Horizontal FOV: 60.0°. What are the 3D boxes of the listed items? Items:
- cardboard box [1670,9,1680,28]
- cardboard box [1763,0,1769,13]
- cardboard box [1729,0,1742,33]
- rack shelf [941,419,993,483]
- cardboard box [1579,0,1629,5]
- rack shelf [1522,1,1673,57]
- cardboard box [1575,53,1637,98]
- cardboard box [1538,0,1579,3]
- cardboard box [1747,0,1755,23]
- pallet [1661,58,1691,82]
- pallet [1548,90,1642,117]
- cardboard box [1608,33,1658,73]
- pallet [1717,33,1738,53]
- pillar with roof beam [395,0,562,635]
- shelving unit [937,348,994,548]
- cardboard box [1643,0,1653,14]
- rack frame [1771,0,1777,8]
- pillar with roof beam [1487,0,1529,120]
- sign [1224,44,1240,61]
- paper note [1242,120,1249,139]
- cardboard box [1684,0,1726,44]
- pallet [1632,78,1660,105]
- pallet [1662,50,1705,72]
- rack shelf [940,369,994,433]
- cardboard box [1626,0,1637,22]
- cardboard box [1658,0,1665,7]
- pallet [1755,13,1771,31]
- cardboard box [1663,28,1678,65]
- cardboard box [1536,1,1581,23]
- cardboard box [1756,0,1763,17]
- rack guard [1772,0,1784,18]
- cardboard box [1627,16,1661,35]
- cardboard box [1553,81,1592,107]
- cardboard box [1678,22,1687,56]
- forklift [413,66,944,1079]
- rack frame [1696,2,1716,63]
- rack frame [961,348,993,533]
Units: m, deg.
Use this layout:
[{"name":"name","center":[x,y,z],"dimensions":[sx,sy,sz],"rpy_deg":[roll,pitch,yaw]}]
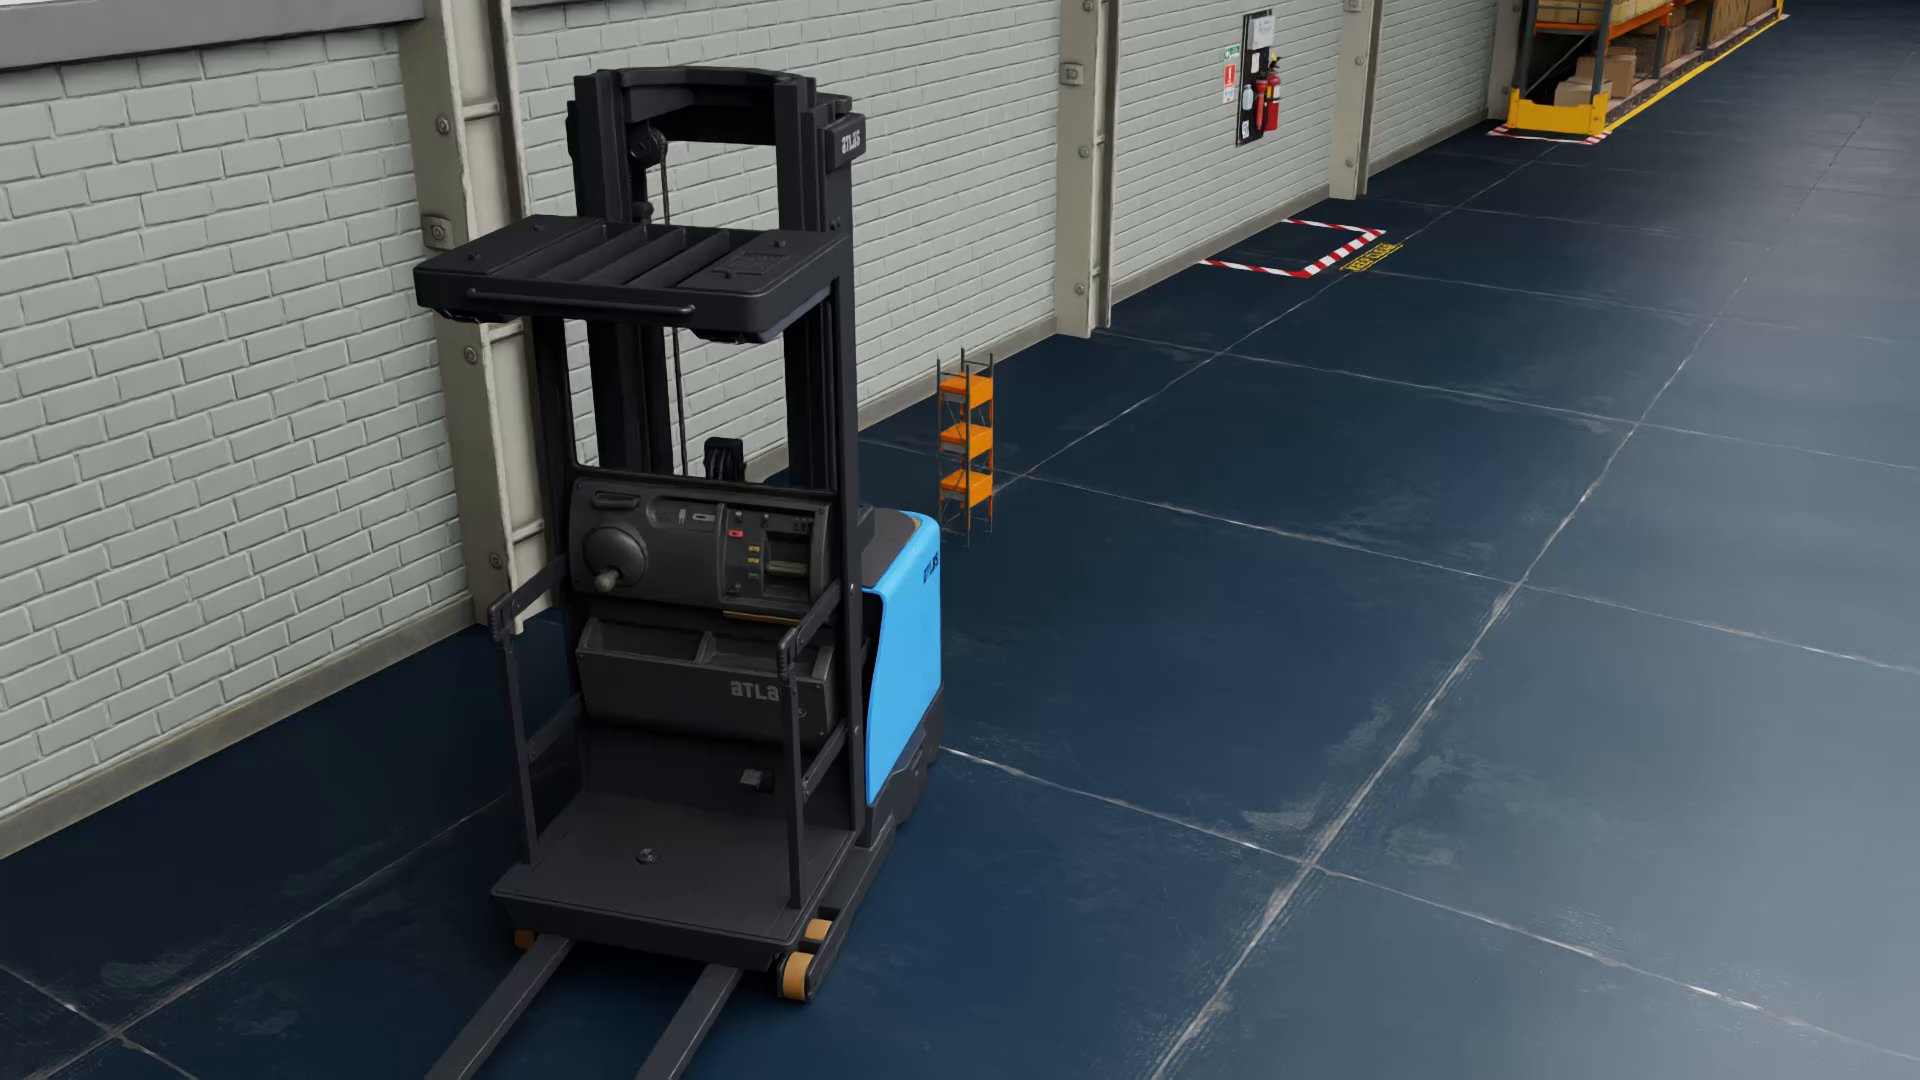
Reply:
[{"name":"cardboard box","center":[10.916,-8.157,25.965],"dimensions":[0.500,0.250,0.500],"rpy_deg":[14,27,29]},{"name":"cardboard box","center":[15.545,-10.685,32.774],"dimensions":[0.700,0.500,0.500],"rpy_deg":[14,27,29]},{"name":"cardboard box","center":[13.284,-9.375,29.306],"dimensions":[0.750,0.750,0.750],"rpy_deg":[15,27,31]},{"name":"rack shelf","center":[0.028,-0.490,9.087],"dimensions":[0.215,0.259,0.240],"rpy_deg":[14,27,29]},{"name":"cardboard box","center":[8.160,-7.048,20.975],"dimensions":[0.500,0.500,0.500],"rpy_deg":[14,27,29]},{"name":"rack shelf","center":[8.708,-7.010,22.573],"dimensions":[1.077,0.370,4.000],"rpy_deg":[14,27,29]},{"name":"cardboard box","center":[8.824,-6.364,22.769],"dimensions":[0.700,0.500,0.500],"rpy_deg":[12,26,26]},{"name":"cardboard box","center":[7.721,-7.154,21.218],"dimensions":[0.500,0.500,0.500],"rpy_deg":[14,27,28]},{"name":"cardboard box","center":[14.464,-9.992,31.174],"dimensions":[0.700,0.500,0.500],"rpy_deg":[14,27,30]},{"name":"pallet","center":[10.815,-7.412,26.106],"dimensions":[1.003,0.211,1.213],"rpy_deg":[14,27,29]},{"name":"pallet","center":[8.796,-6.088,23.048],"dimensions":[1.003,0.211,1.213],"rpy_deg":[14,27,29]},{"name":"cardboard box","center":[10.137,-7.322,24.981],"dimensions":[0.700,0.500,0.500],"rpy_deg":[15,28,31]},{"name":"pallet","center":[12.997,-8.746,29.188],"dimensions":[1.003,0.211,1.213],"rpy_deg":[14,27,29]},{"name":"pillar with roof beam","center":[1.450,-2.859,4.526],"dimensions":[9.100,9.000,0.400],"rpy_deg":[14,27,29]},{"name":"shelving unit","center":[0.028,-0.500,9.083],"dimensions":[0.215,1.050,0.252],"rpy_deg":[14,27,29]},{"name":"cardboard box","center":[8.984,-7.223,22.323],"dimensions":[0.500,0.250,0.500],"rpy_deg":[14,27,29]},{"name":"rack frame","center":[16.093,-12.066,33.345],"dimensions":[1.000,3.000,0.127],"rpy_deg":[14,27,29]},{"name":"pillar with roof beam","center":[10.945,-8.934,18.560],"dimensions":[9.100,9.000,0.400],"rpy_deg":[14,27,29]},{"name":"sign","center":[2.417,-4.326,14.755],"dimensions":[0.001,0.109,0.331],"rpy_deg":[14,27,29]},{"name":"paper note","center":[2.634,-3.782,15.320],"dimensions":[0.016,0.148,0.142],"rpy_deg":[14,27,29]},{"name":"cardboard box","center":[12.372,-8.792,27.962],"dimensions":[0.750,0.750,0.750],"rpy_deg":[13,27,28]},{"name":"pallet","center":[9.439,-6.502,24.003],"dimensions":[1.003,0.211,1.213],"rpy_deg":[14,27,29]},{"name":"pallet","center":[11.459,-7.822,27.054],"dimensions":[1.003,0.211,1.213],"rpy_deg":[14,27,29]},{"name":"rack shelf","center":[0.028,-0.751,8.975],"dimensions":[0.215,0.259,0.240],"rpy_deg":[14,27,29]},{"name":"cardboard box","center":[8.442,-6.882,21.536],"dimensions":[0.500,0.250,0.500],"rpy_deg":[13,27,27]},{"name":"cardboard box","center":[9.501,-7.566,23.115],"dimensions":[0.500,0.250,0.500],"rpy_deg":[14,27,29]},{"name":"pallet","center":[15.093,-10.090,32.291],"dimensions":[1.003,0.211,1.213],"rpy_deg":[14,27,29]},{"name":"cardboard box","center":[10.670,-7.671,25.786],"dimensions":[0.700,0.500,0.500],"rpy_deg":[14,27,30]},{"name":"cardboard box","center":[7.735,-6.804,21.355],"dimensions":[0.500,0.250,0.500],"rpy_deg":[14,27,30]},{"name":"cardboard box","center":[15.005,-10.334,31.963],"dimensions":[0.700,0.500,0.500],"rpy_deg":[15,27,30]},{"name":"rack guard","center":[16.105,-10.927,33.861],"dimensions":[1.175,0.500,0.348],"rpy_deg":[14,27,29]},{"name":"cardboard box","center":[10.366,-7.816,25.177],"dimensions":[0.500,0.250,0.500],"rpy_deg":[13,27,28]},{"name":"cardboard box","center":[8.094,-5.848,21.814],"dimensions":[0.500,0.311,0.500],"rpy_deg":[11,26,23]},{"name":"cardboard box","center":[11.167,-8.017,26.586],"dimensions":[0.700,0.500,0.500],"rpy_deg":[14,27,29]},{"name":"forklift","center":[-0.945,0.048,5.451],"dimensions":[1.130,2.935,3.031],"rpy_deg":[6,24,14]},{"name":"rack frame","center":[11.873,-9.366,27.108],"dimensions":[1.000,3.000,0.127],"rpy_deg":[14,27,29]},{"name":"rack frame","center":[0.093,-0.541,9.178],"dimensions":[0.200,1.050,0.008],"rpy_deg":[14,27,29]}]
